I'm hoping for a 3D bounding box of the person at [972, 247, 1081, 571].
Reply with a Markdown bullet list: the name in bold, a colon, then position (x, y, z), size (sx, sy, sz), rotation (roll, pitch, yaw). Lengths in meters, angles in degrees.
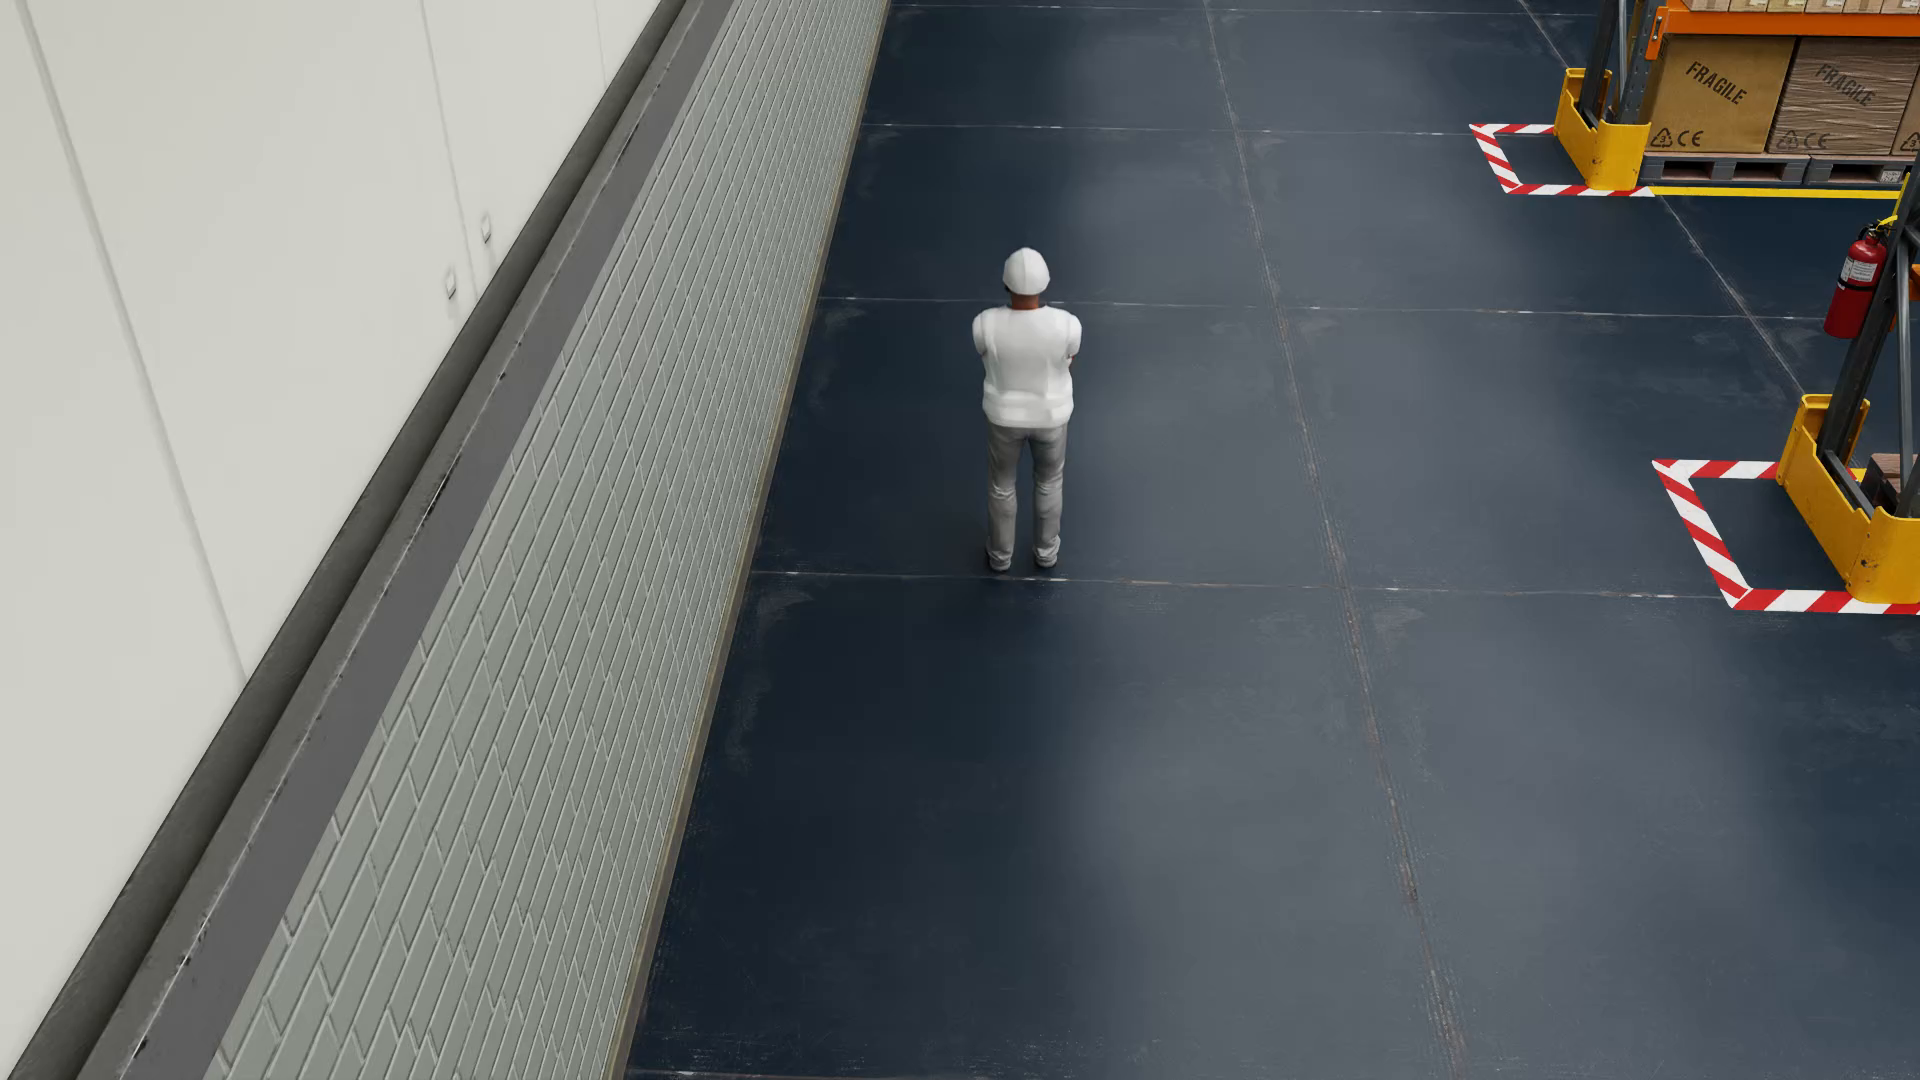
- **person**: position (0.314, -0.661, 8.029), size (0.503, 1.760, 0.577), rotation (2, 36, 2)
